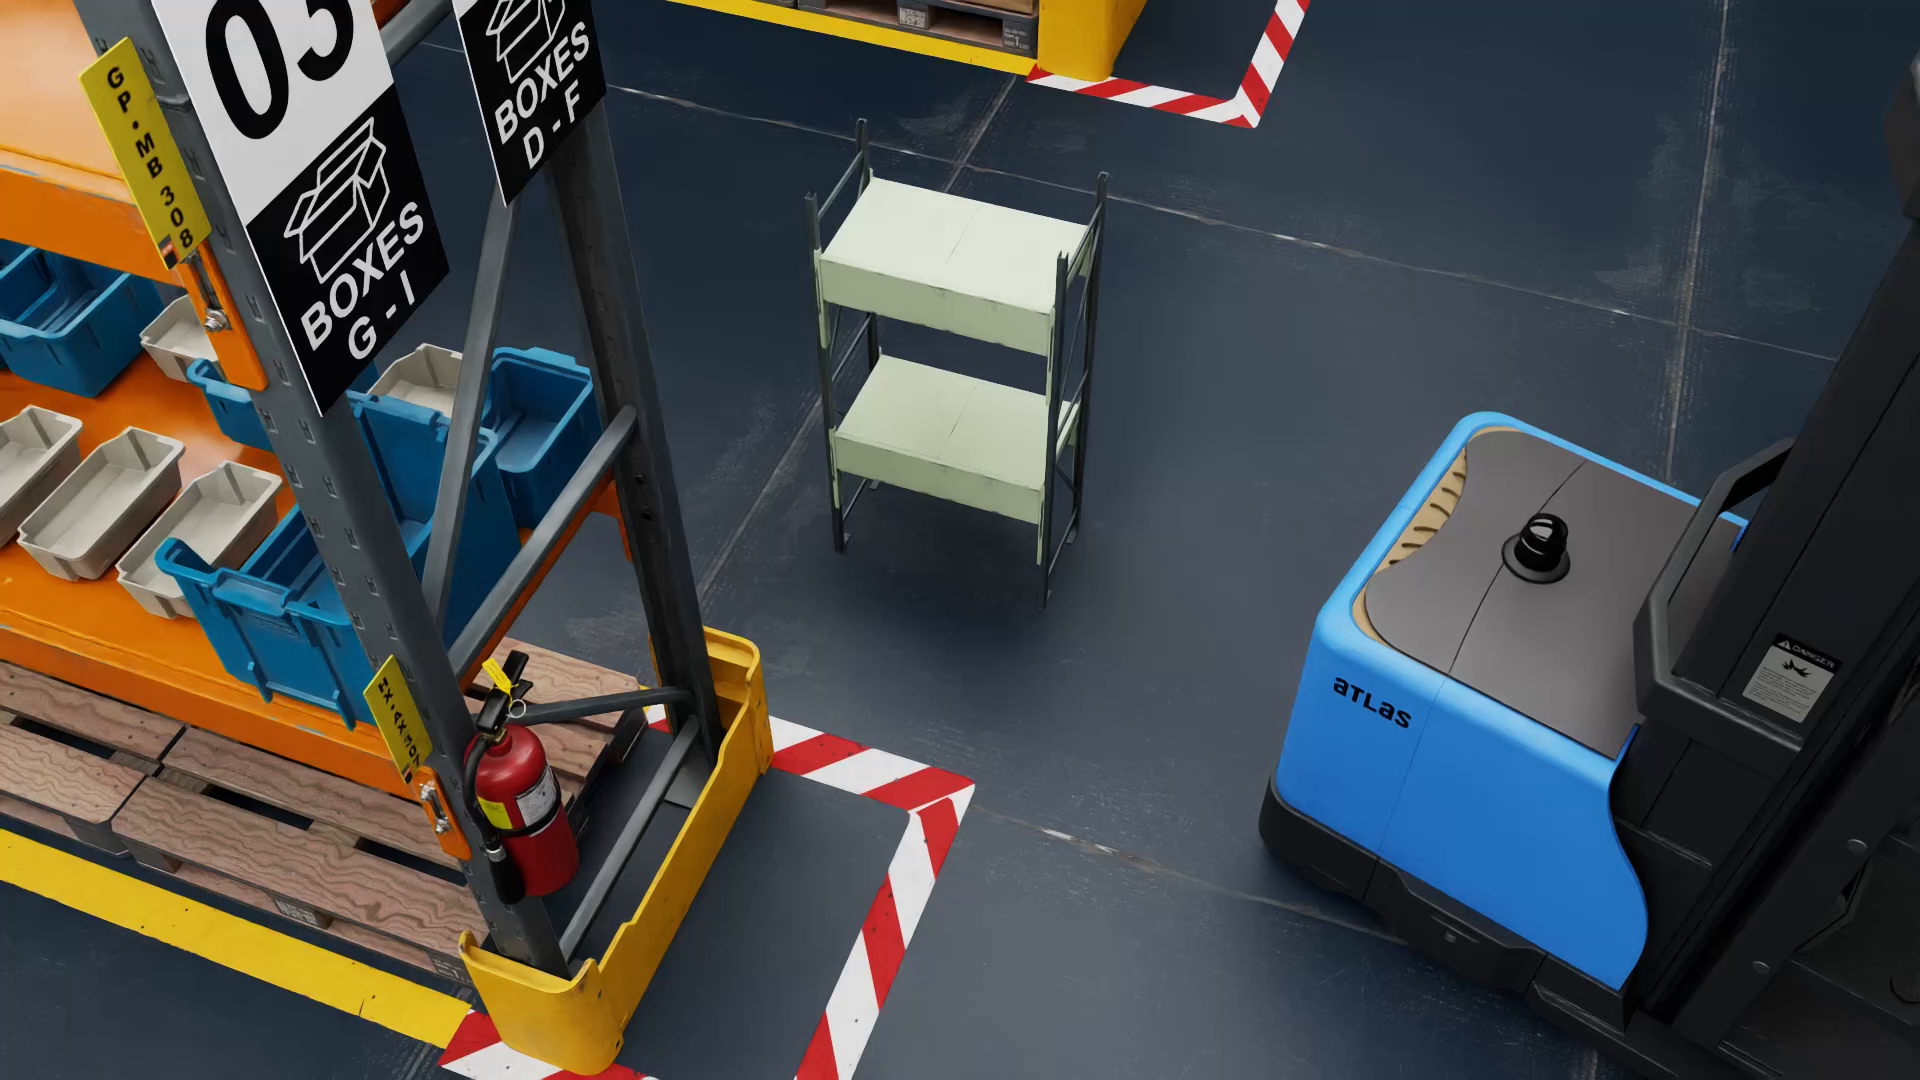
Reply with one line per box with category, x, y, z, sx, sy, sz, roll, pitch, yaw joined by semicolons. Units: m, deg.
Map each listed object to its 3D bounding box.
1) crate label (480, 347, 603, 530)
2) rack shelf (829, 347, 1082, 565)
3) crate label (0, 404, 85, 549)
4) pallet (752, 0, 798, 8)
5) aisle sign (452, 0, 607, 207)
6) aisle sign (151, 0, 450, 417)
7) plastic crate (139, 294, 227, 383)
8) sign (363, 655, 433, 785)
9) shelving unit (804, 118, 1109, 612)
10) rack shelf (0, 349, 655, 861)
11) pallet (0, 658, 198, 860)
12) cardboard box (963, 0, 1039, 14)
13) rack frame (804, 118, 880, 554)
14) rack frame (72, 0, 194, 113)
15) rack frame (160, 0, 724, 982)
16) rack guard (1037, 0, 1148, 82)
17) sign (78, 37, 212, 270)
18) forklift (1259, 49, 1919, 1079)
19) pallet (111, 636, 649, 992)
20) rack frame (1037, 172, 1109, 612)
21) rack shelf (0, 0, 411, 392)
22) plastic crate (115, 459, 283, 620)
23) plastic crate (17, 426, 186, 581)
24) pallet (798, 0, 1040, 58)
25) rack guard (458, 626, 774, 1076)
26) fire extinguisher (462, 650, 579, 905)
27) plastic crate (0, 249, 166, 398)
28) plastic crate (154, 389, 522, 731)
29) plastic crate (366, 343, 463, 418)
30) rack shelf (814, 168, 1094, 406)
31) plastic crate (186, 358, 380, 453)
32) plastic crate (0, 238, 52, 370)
crate label;-1.068;-0.239;4.043;0.303;0.233;0.416;16;51;13
rack shelf;-0.006;-0.279;5.431;0.720;0.370;0.431;16;51;13
crate label;-2.315;-0.136;4.018;0.243;0.136;0.396;16;51;13
pallet;-1.190;-3.121;8.316;1.213;0.211;1.003;16;51;13
aisle sign;-0.780;-1.019;2.928;0.004;0.787;0.394;16;51;13
aisle sign;-0.984;-0.601;2.565;0.004;0.787;0.394;16;51;13
plastic crate;-1.976;-0.528;4.357;0.298;0.136;0.250;16;51;13
sign;-1.126;0.365;3.341;0.005;0.325;0.100;16;51;13
shelving unit;-0.006;-0.493;5.185;0.755;1.500;0.431;16;51;13
rack shelf;-2.827;-0.264;4.470;4.000;0.370;1.077;16;51;13
pallet;-2.851;0.373;5.287;1.213;0.211;1.003;16;51;13
cardboard box;0.174;-2.779;7.537;0.500;0.500;0.500;16;51;13
rack frame;-0.350;-0.589;5.268;0.023;1.500;0.400;16;51;13
rack frame;-0.950;-1.941;1.477;0.127;3.000;1.000;16;51;13
rack frame;-0.950;0.024;3.744;0.127;3.000;1.000;16;51;13
rack guard;0.698;-2.687;7.748;0.348;0.500;1.175;16;51;13
sign;-1.126;-0.530;2.309;0.005;0.325;0.100;16;51;13
forklift;2.377;0.302;3.548;3.031;2.935;1.130;28;55;22
pallet;-1.711;0.694;5.009;1.213;0.211;1.003;16;51;13
rack frame;0.337;-0.397;5.102;0.023;1.500;0.400;16;51;13
rack shelf;-2.827;-1.246;3.336;4.000;0.370;1.077;16;51;13
plastic crate;-1.778;0.006;3.895;0.243;0.136;0.396;16;51;13
plastic crate;-2.045;-0.081;3.970;0.243;0.136;0.396;16;51;13
pallet;-0.050;-2.801;8.038;1.213;0.211;1.003;16;51;13
rack guard;-0.923;0.840;4.691;0.348;0.500;1.175;16;51;13
fire extinguisher;-0.966;0.533;3.601;0.183;0.674;0.296;16;51;13
plastic crate;-2.303;-0.584;4.342;0.300;0.233;0.416;16;51;13
plastic crate;-1.329;0.038;3.669;0.499;0.435;0.616;16;51;13
plastic crate;-1.340;-0.350;4.203;0.298;0.136;0.250;16;51;13
rack shelf;-0.006;-0.749;4.890;0.720;0.370;0.431;16;51;13
plastic crate;-1.685;-0.411;4.192;0.300;0.233;0.416;16;51;13
plastic crate;-2.585;-0.662;4.410;0.300;0.233;0.416;16;51;13
